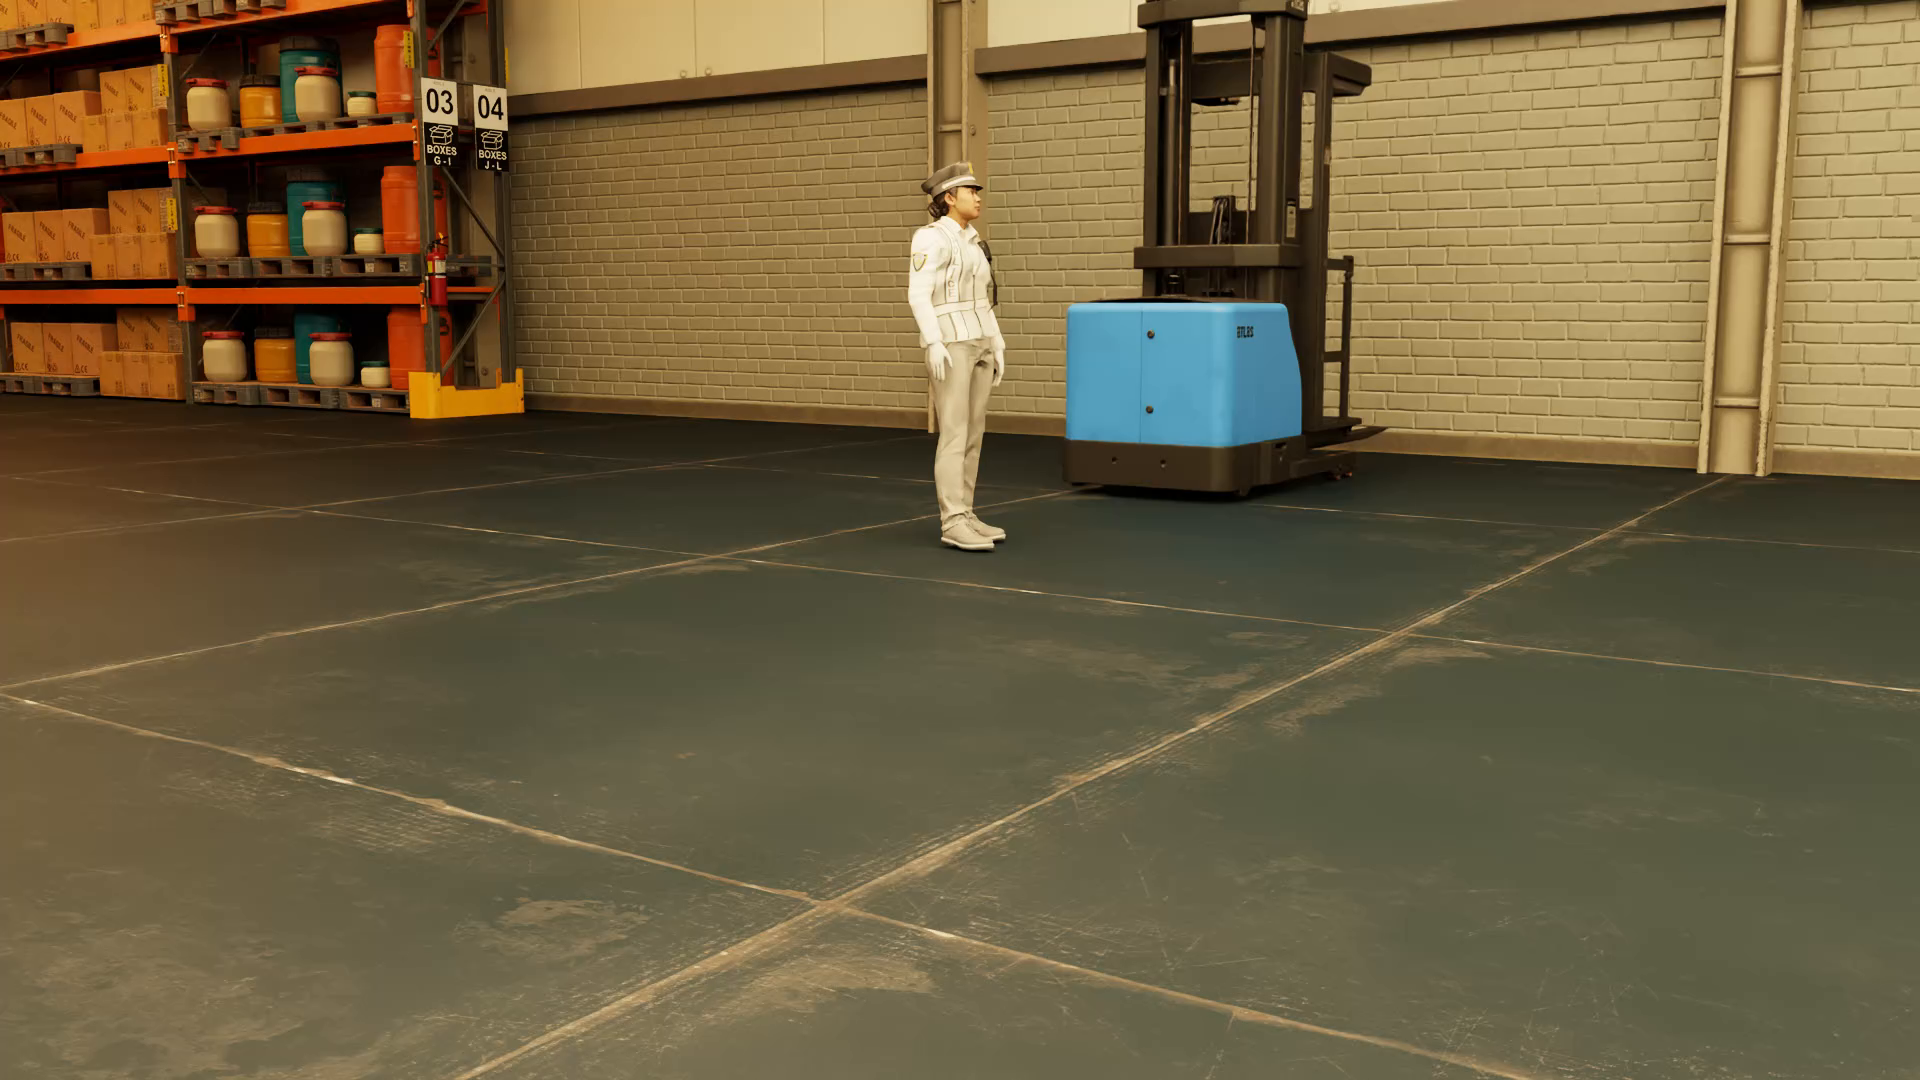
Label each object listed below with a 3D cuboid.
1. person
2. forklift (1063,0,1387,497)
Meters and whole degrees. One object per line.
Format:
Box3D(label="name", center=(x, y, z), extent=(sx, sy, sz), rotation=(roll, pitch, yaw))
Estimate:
Box3D(label="person", center=(0.052, -0.840, 7.440), extent=(0.531, 1.694, 0.586), rotation=(5, 10, 34))
Box3D(label="forklift", center=(1.818, -1.849, 10.197), extent=(1.130, 2.935, 3.031), rotation=(5, 10, 33))
